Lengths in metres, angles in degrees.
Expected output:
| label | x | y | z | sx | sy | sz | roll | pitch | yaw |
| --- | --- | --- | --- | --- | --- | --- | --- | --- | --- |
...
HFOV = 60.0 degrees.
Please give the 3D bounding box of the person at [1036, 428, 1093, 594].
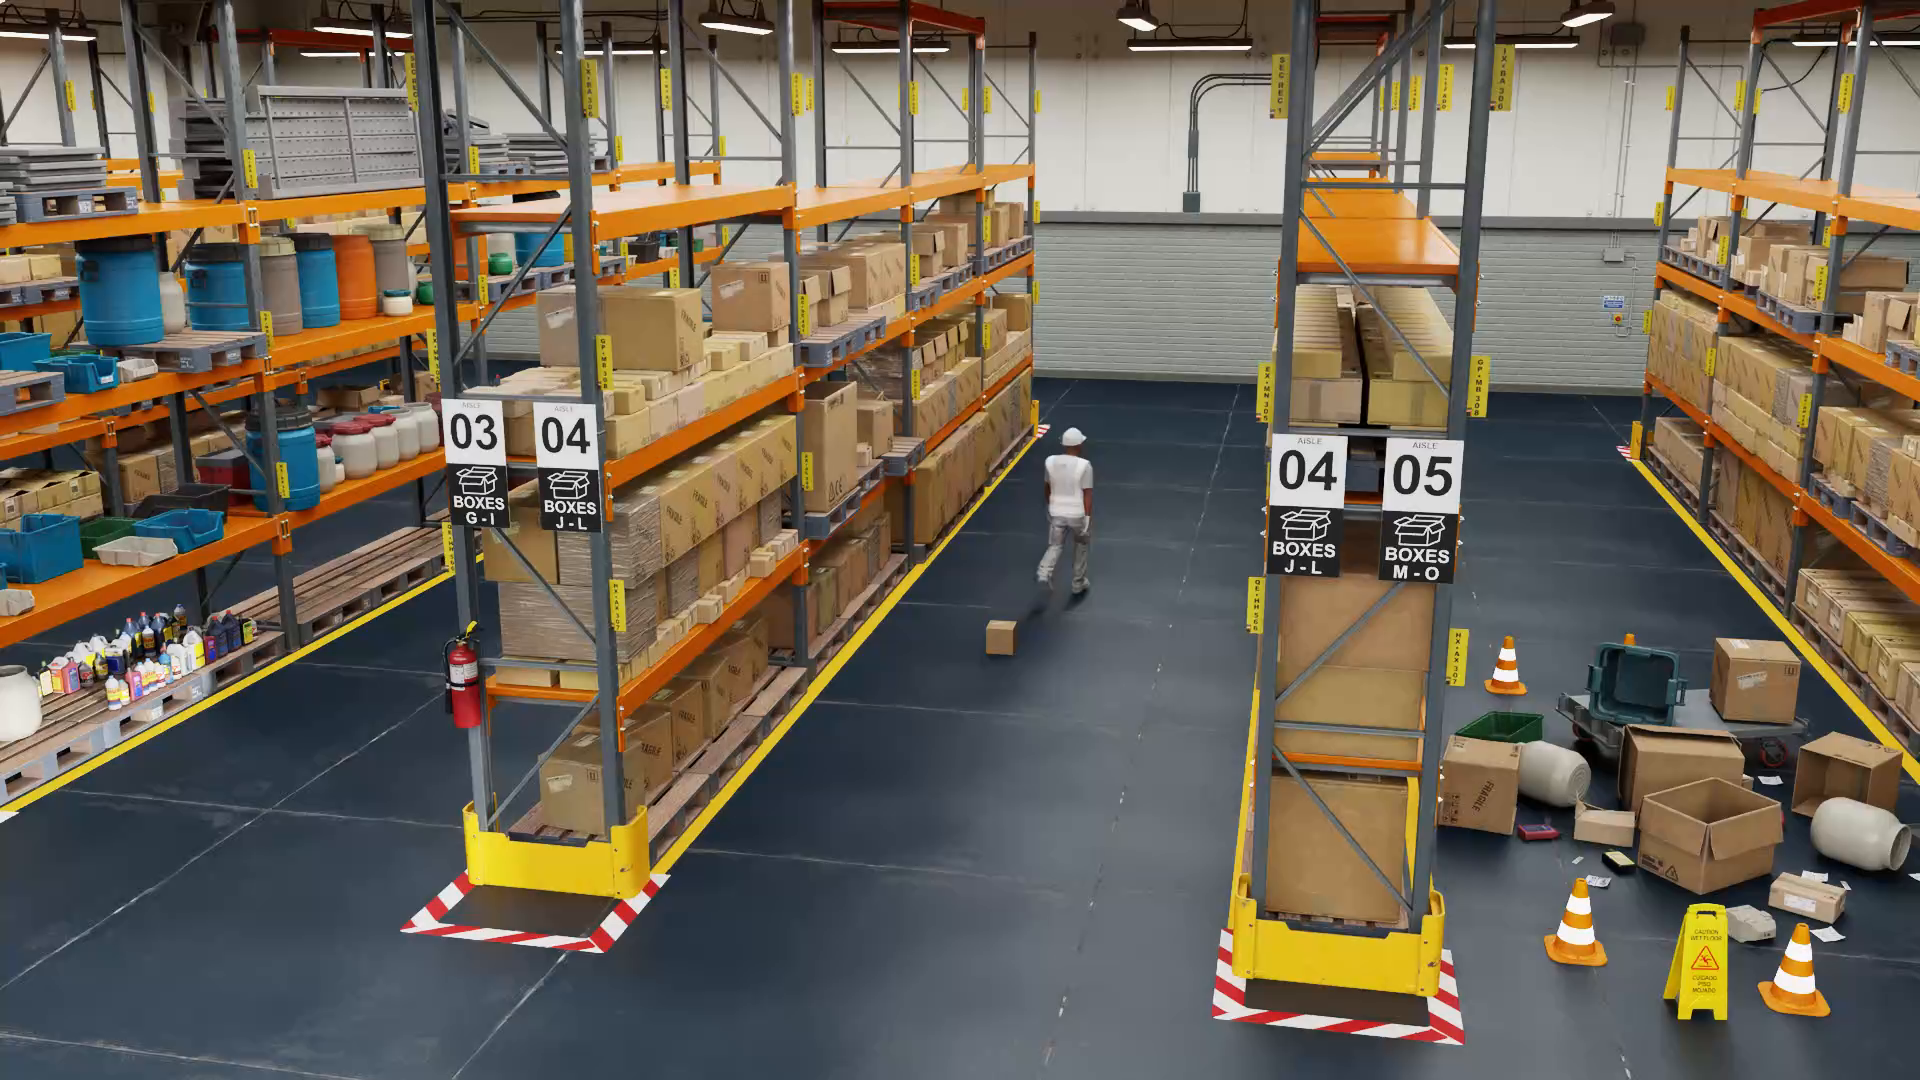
| label | x | y | z | sx | sy | sz | roll | pitch | yaw |
| --- | --- | --- | --- | --- | --- | --- | --- | --- | --- |
| person | 1.095 | -0.268 | 16.976 | 0.582 | 1.754 | 0.890 | 7 | 16 | 25 |
